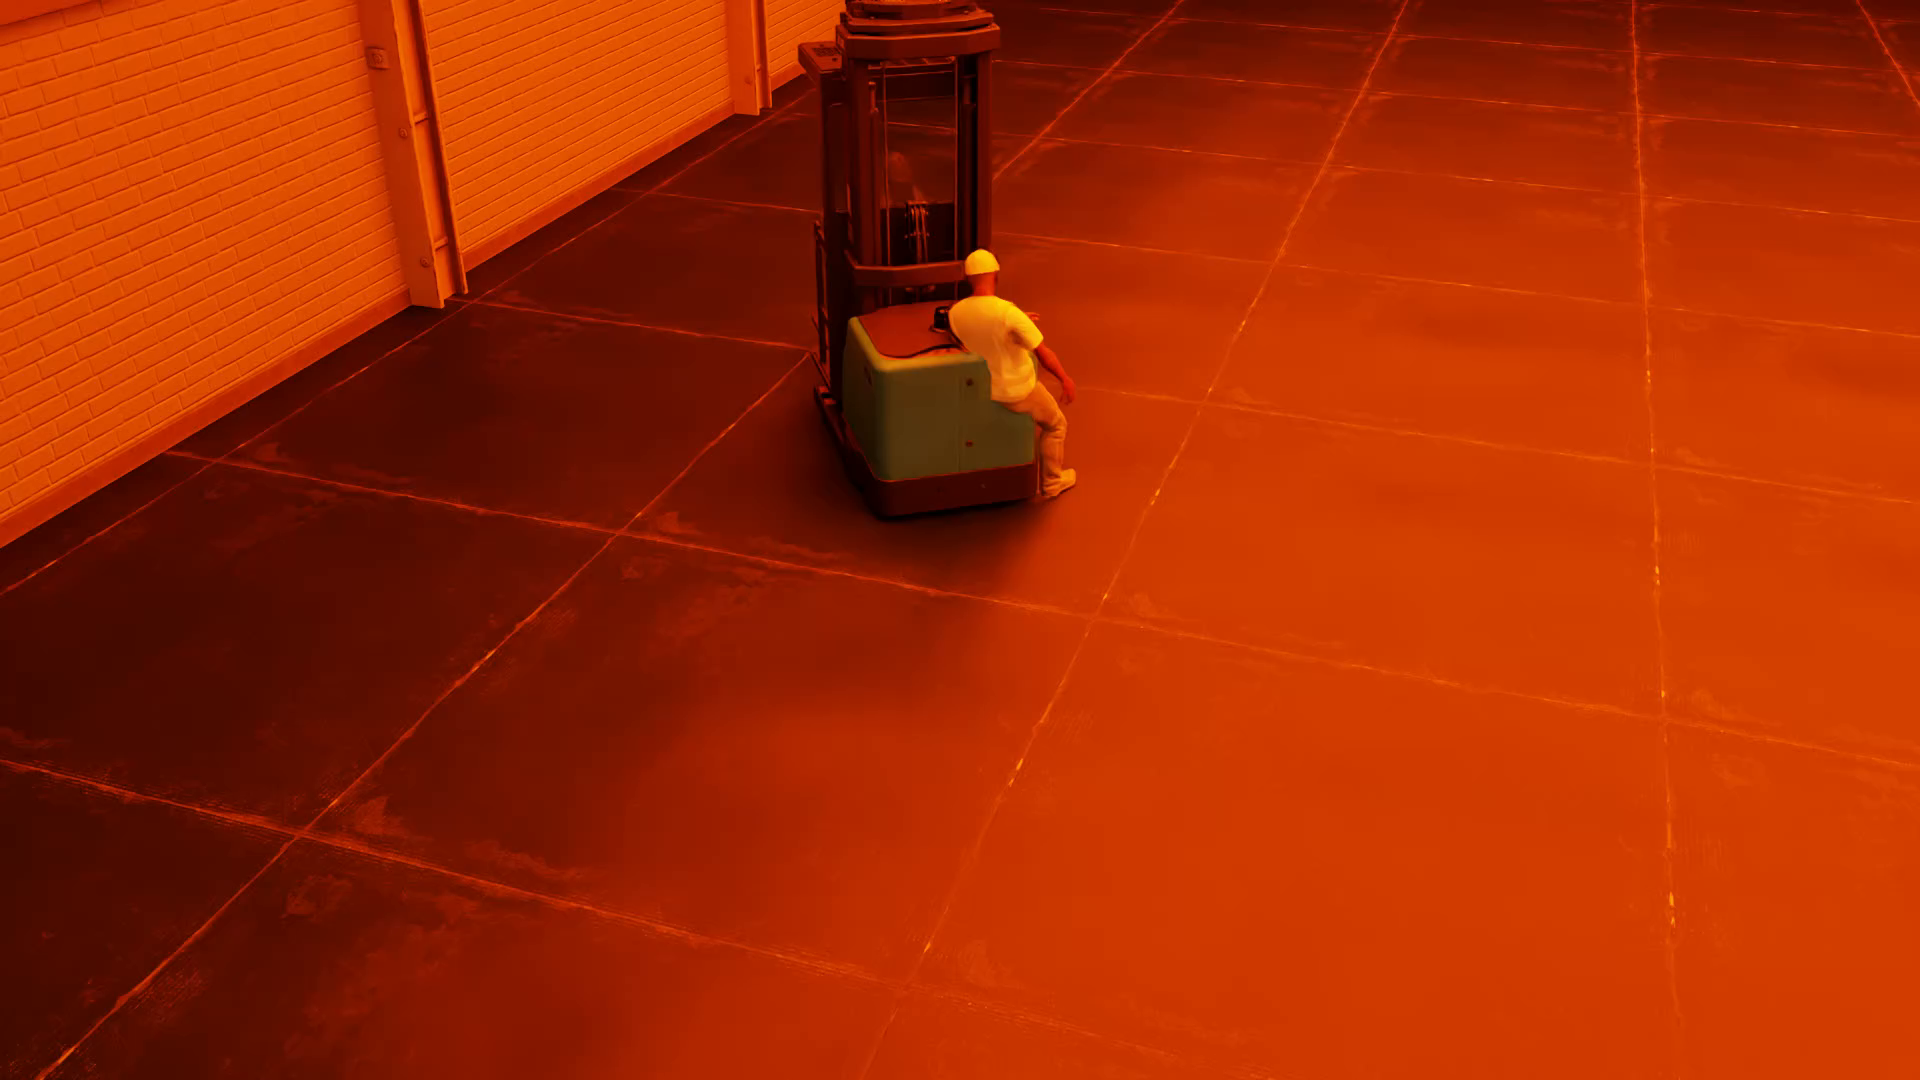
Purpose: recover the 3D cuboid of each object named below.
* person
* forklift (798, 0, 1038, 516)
[{"bbox_3d":[0.320,-1.009,10.205,0.878,1.662,0.876,14,32,22],"label":"person"},{"bbox_3d":[-0.401,-2.137,10.886,1.130,2.935,3.031,-8,31,-13],"label":"forklift"}]
